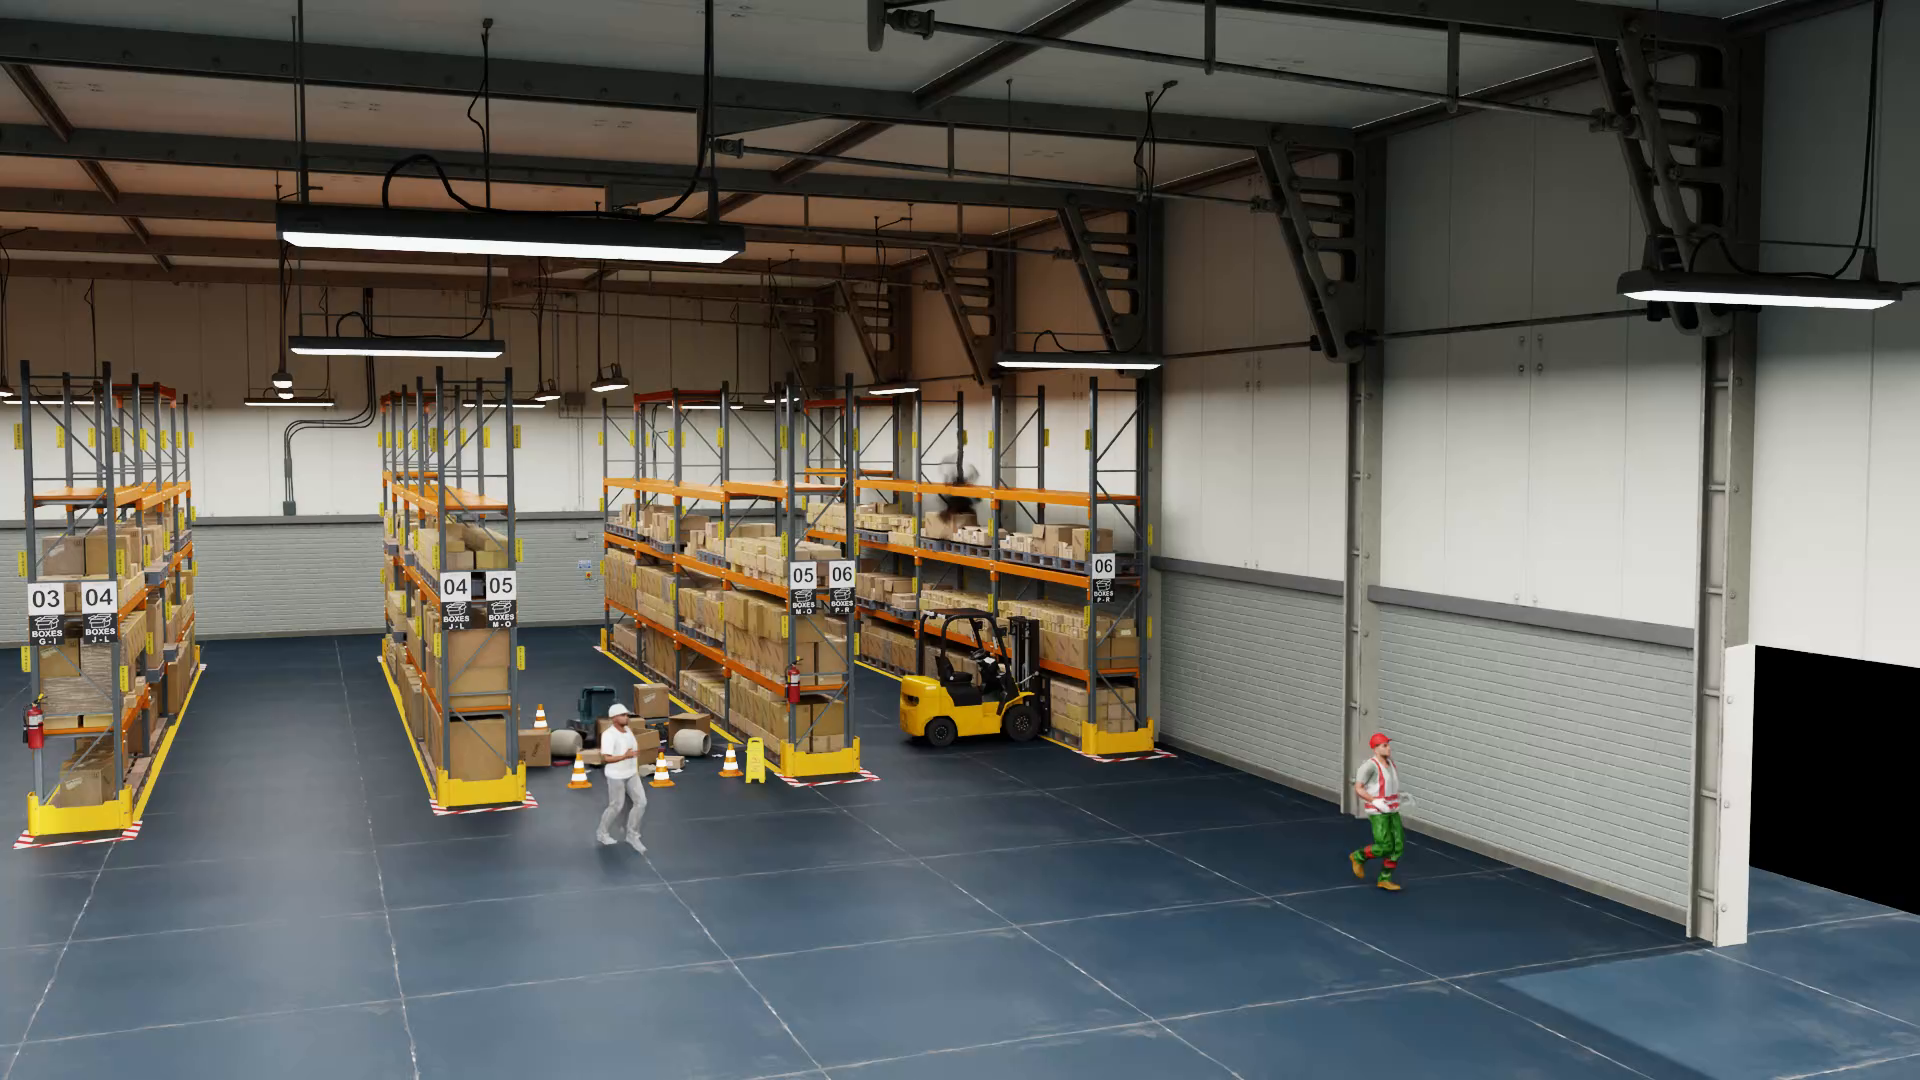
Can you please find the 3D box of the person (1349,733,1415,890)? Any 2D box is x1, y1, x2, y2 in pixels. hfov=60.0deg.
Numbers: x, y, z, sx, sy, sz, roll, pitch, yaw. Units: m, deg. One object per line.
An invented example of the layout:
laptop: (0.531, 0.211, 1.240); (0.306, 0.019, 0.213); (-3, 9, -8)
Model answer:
person: (4.681, 3.016, 18.545); (0.654, 1.736, 0.622); (-3, 4, -40)

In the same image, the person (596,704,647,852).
person: (-4.115, 2.902, 20.251); (0.717, 1.825, 0.674); (2, 4, 27)
